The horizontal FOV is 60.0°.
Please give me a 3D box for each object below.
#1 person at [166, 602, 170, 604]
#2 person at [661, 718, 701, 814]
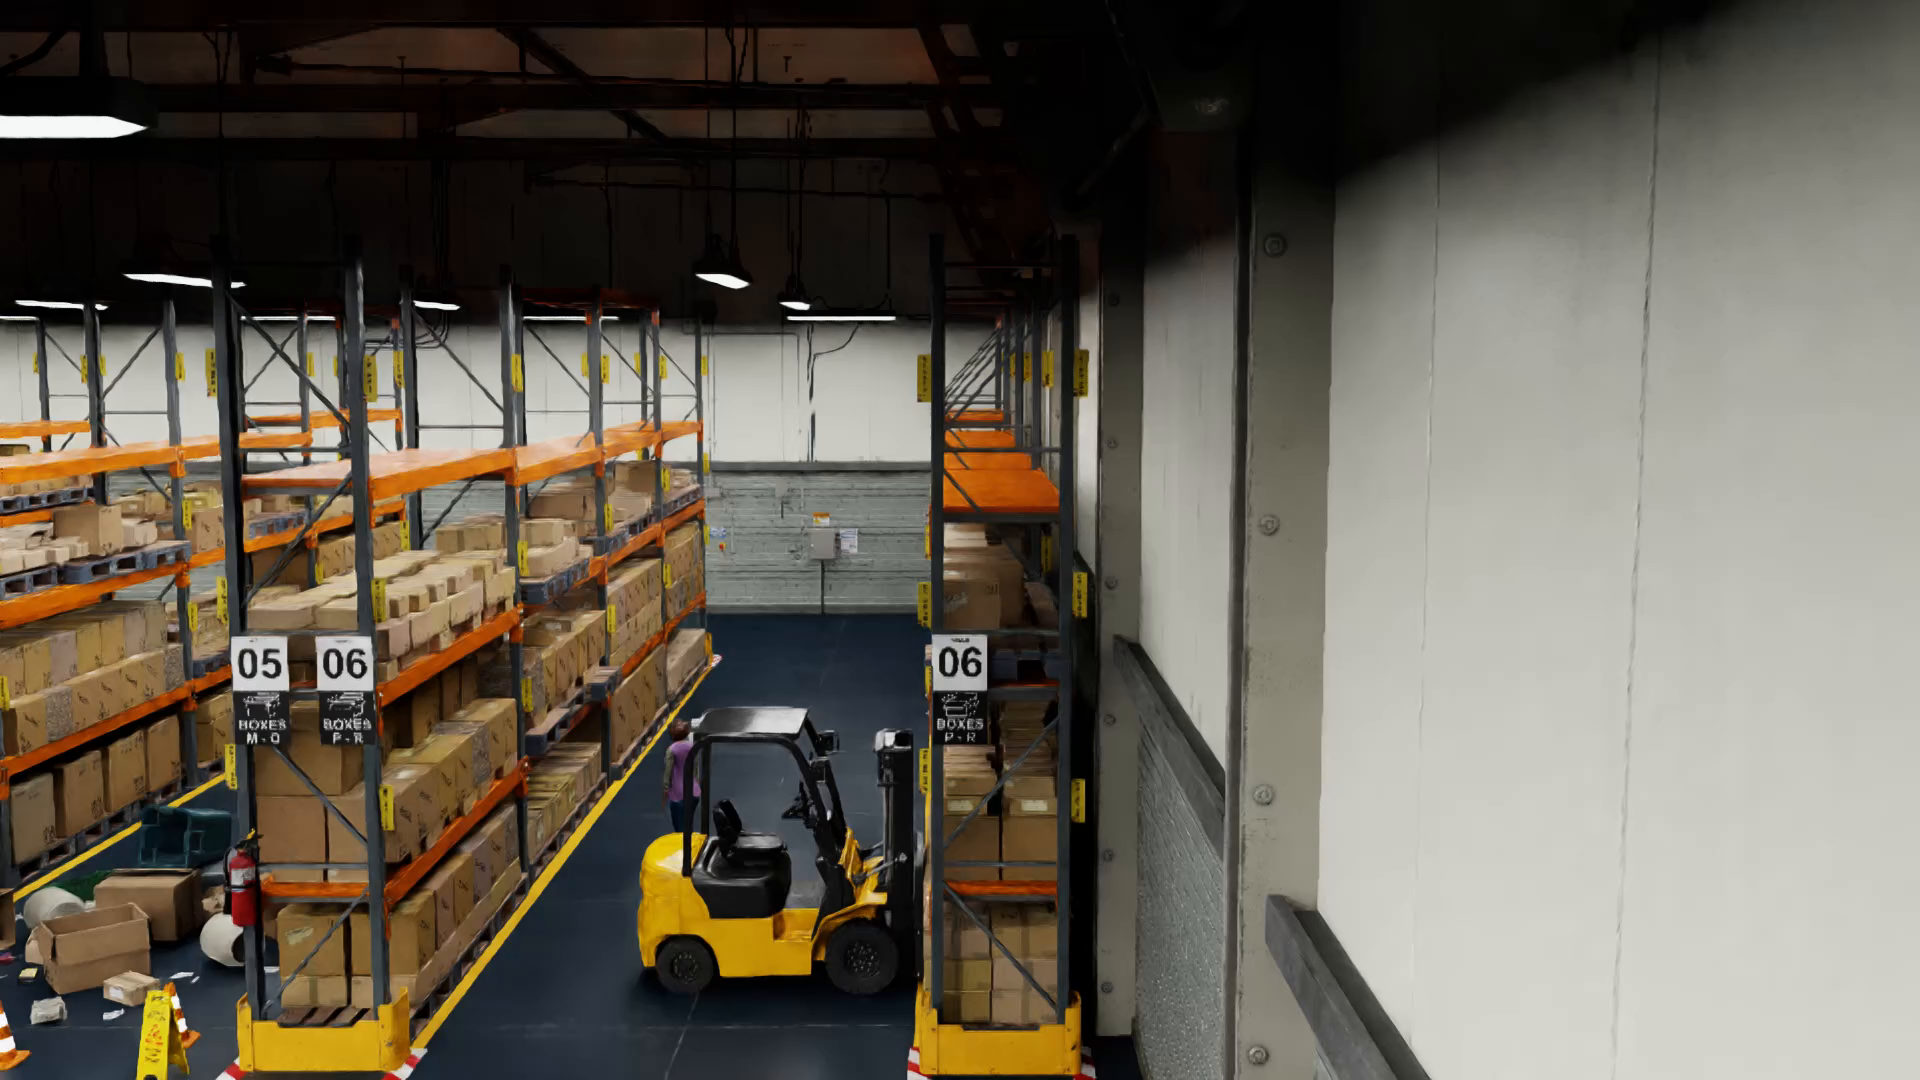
[{"bbox_3d":[-11.282,1.708,23.780,0.530,1.653,0.565,2,7,17],"label":"person"},{"bbox_3d":[-2.775,2.547,16.464,0.509,1.592,0.522,4,7,31],"label":"person"}]
